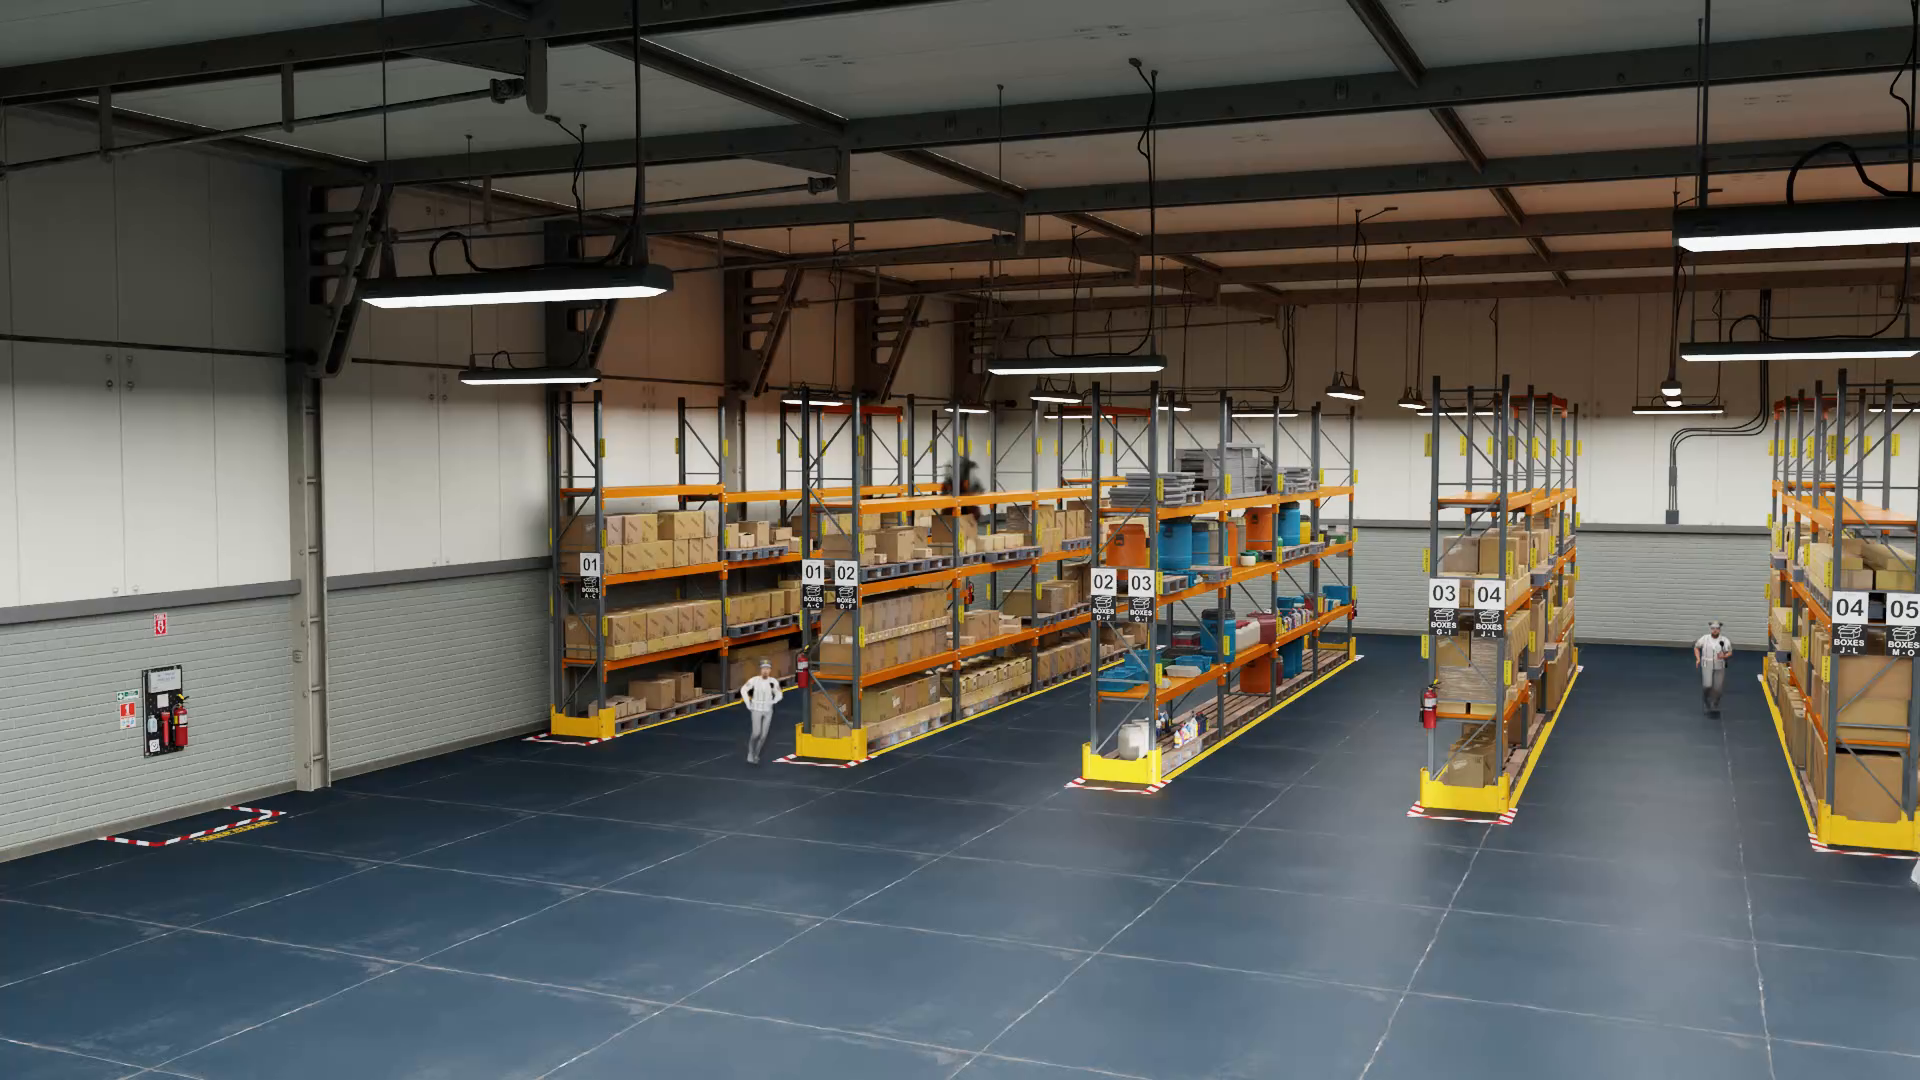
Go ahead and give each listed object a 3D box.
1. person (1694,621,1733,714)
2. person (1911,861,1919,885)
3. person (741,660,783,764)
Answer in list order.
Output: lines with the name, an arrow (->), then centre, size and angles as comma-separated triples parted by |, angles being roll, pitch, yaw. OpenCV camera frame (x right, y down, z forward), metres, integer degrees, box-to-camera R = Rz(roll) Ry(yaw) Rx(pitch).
person -> 14.137, 2.399, 31.198 | 0.646, 1.774, 0.670 | 1, 3, 20
person -> 11.066, 3.098, 18.423 | 0.722, 1.804, 0.960 | -1, 3, -15
person -> -3.119, 2.713, 26.300 | 0.643, 1.659, 0.552 | -1, 3, -16
